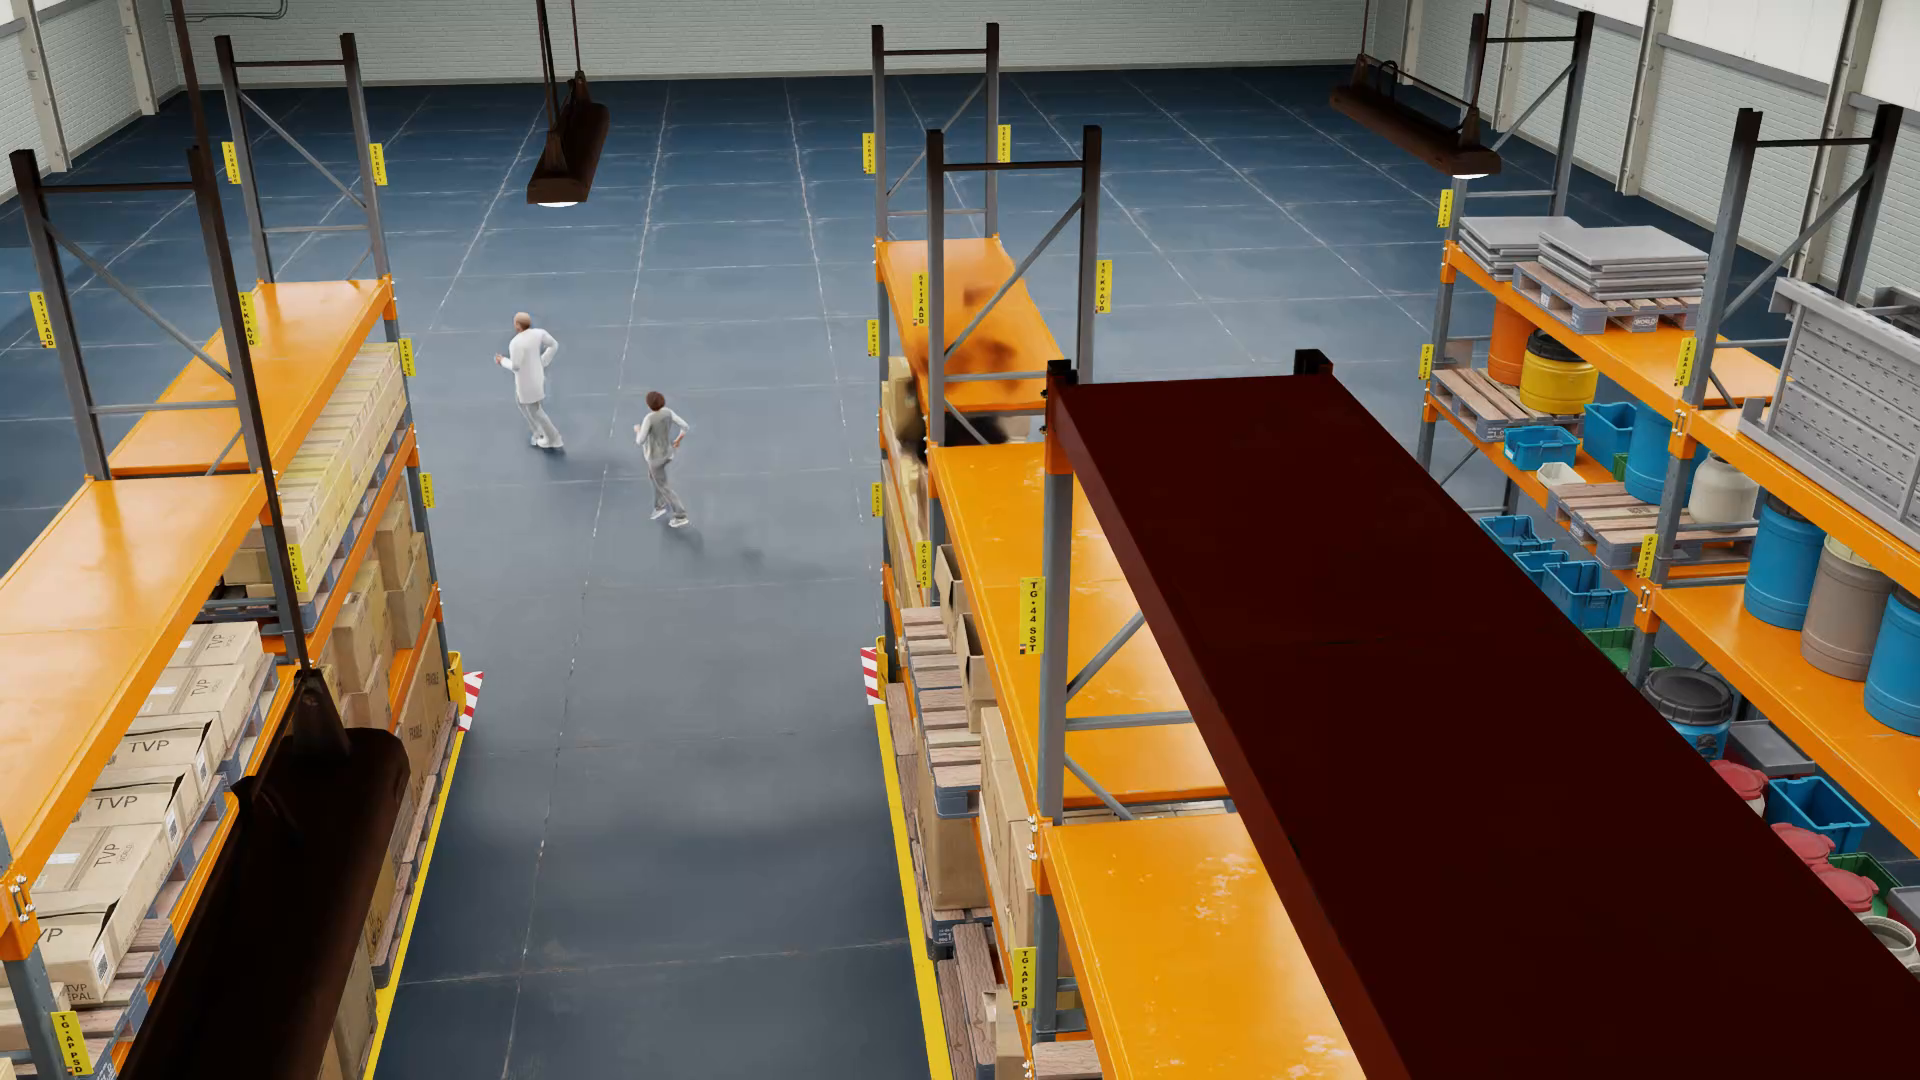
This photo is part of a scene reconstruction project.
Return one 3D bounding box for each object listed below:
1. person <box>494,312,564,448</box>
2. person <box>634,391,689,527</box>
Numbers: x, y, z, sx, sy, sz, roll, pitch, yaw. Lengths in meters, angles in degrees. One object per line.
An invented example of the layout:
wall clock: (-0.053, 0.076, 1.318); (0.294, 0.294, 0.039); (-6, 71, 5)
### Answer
person: (-5.330, -1.953, 20.576); (0.797, 1.813, 0.679); (7, 26, 15)
person: (-3.319, -0.892, 18.507); (0.728, 1.642, 0.510); (15, 29, 28)
